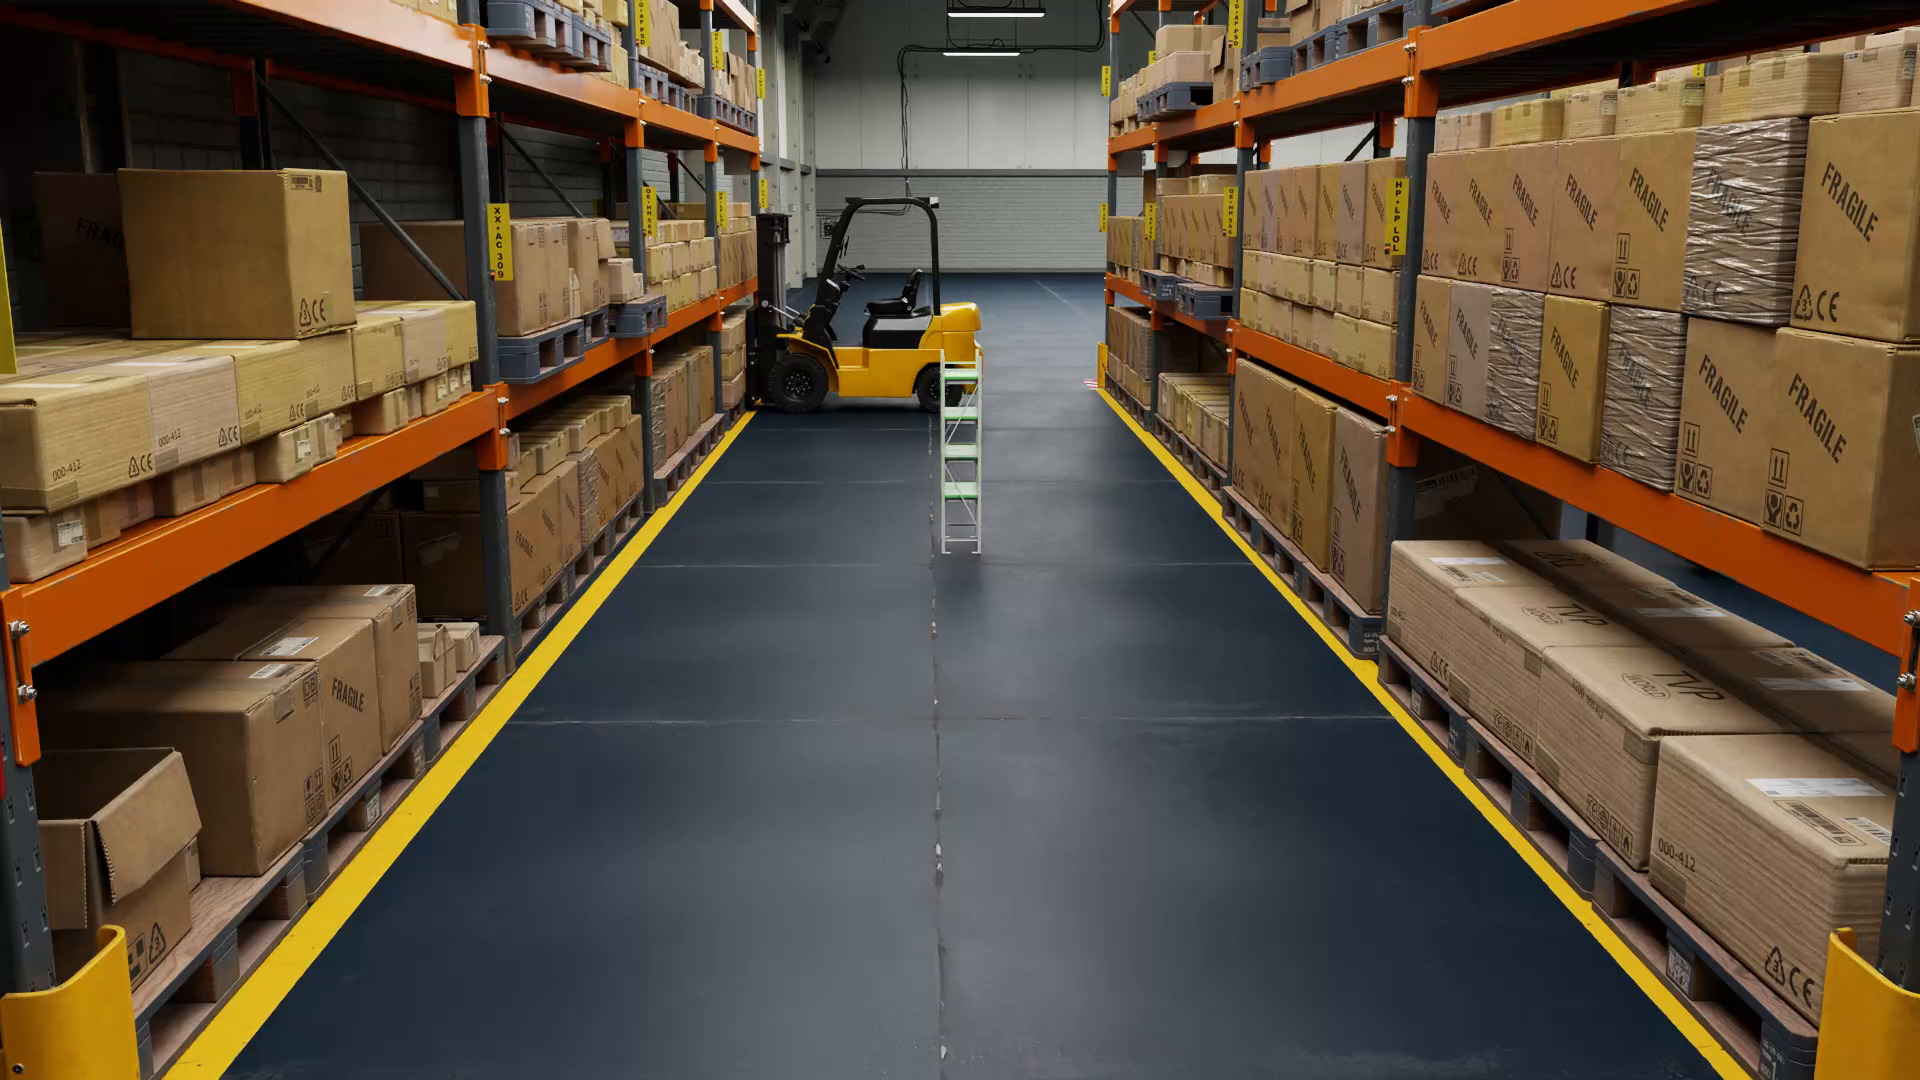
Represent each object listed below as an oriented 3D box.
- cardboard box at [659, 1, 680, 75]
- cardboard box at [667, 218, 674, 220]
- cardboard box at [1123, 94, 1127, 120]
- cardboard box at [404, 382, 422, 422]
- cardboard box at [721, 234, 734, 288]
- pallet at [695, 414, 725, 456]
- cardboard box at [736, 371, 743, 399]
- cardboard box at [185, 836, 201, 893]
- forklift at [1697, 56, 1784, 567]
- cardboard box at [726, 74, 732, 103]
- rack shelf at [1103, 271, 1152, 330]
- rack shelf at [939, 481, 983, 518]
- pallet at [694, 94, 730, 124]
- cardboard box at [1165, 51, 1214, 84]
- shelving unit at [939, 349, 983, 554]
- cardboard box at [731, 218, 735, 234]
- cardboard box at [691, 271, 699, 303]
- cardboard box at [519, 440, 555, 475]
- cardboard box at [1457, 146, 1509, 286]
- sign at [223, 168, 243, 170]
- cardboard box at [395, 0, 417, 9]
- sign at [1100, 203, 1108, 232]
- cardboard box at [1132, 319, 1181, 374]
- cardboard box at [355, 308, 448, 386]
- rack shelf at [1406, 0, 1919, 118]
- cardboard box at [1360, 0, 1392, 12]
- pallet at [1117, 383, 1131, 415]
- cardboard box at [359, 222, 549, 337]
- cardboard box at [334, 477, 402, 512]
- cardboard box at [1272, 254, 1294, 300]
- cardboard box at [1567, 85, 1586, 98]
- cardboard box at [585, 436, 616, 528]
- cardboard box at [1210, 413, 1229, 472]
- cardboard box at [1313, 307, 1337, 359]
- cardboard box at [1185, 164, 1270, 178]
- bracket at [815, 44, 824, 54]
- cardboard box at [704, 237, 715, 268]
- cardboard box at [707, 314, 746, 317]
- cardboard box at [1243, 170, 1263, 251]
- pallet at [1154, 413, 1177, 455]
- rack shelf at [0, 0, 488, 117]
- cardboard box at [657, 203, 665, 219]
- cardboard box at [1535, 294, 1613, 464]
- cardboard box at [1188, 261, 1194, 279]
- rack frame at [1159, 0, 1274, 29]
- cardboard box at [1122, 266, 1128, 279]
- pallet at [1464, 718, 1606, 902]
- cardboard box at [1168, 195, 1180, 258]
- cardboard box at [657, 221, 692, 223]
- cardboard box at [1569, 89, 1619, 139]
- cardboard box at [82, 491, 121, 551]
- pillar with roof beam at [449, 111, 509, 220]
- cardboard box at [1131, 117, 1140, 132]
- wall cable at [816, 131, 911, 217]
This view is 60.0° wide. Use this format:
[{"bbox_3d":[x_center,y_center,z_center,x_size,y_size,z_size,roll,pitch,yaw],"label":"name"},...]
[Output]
[{"bbox_3d":[-2.401,-3.770,12.496,0.500,0.500,0.500,0,11,0],"label":"cardboard box"},{"bbox_3d":[-2.948,-3.078,16.302,0.380,0.149,0.250,0,11,1],"label":"cardboard box"},{"bbox_3d":[1.969,-4.499,17.277,0.500,0.250,0.500,0,11,1],"label":"cardboard box"},{"bbox_3d":[-2.232,-0.513,6.176,0.380,0.149,0.250,0,11,0],"label":"cardboard box"},{"bbox_3d":[-2.467,-2.686,16.004,0.500,0.500,0.500,0,11,0],"label":"cardboard box"},{"bbox_3d":[-2.637,-0.932,14.620,1.003,0.211,1.213,0,11,-1],"label":"pallet"},{"bbox_3d":[-2.396,-1.501,16.273,0.500,0.250,0.500,0,11,-2],"label":"cardboard box"},{"bbox_3d":[-2.331,0.926,4.566,0.380,0.149,0.250,-1,11,-3],"label":"cardboard box"},{"bbox_3d":[5.237,-1.459,10.380,1.130,2.935,3.031,4,12,20],"label":"forklift"},{"bbox_3d":[-2.418,-4.400,16.187,0.396,0.266,0.258,-1,11,-2],"label":"cardboard box"},{"bbox_3d":[2.230,-2.511,17.199,1.077,0.370,4.000,0,11,-1],"label":"rack shelf"},{"bbox_3d":[0.003,-0.257,10.338,0.258,0.148,0.480,0,11,-1],"label":"rack shelf"},{"bbox_3d":[-2.735,-4.040,15.609,1.003,0.211,1.213,0,11,-1],"label":"pallet"},{"bbox_3d":[1.926,-3.749,13.272,0.500,0.250,0.500,0,11,-2],"label":"cardboard box"},{"bbox_3d":[0.003,-0.555,10.278,0.258,1.200,0.503,0,11,-1],"label":"shelving unit"},{"bbox_3d":[-2.410,-3.080,16.315,0.380,0.149,0.250,0,11,-2],"label":"cardboard box"},{"bbox_3d":[-2.424,-2.073,13.610,0.500,0.250,0.500,0,11,-1],"label":"cardboard box"},{"bbox_3d":[-2.354,-0.435,8.759,0.380,0.149,0.250,0,11,-1],"label":"cardboard box"},{"bbox_3d":[2.208,-1.218,6.253,0.500,0.500,0.500,0,11,-2],"label":"cardboard box"},{"bbox_3d":[-3.081,-1.419,7.095,0.100,0.325,0.005,0,11,-1],"label":"sign"},{"bbox_3d":[-2.224,-2.029,6.102,0.380,0.149,0.250,0,11,1],"label":"cardboard box"},{"bbox_3d":[1.646,-3.683,18.990,0.100,0.325,0.005,0,11,-1],"label":"sign"},{"bbox_3d":[1.978,-1.909,16.397,0.500,0.500,0.500,0,11,0],"label":"cardboard box"},{"bbox_3d":[-2.246,-0.727,6.226,0.500,0.250,0.500,0,11,-1],"label":"cardboard box"},{"bbox_3d":[2.478,-1.595,5.143,1.077,0.370,4.000,0,11,-1],"label":"rack shelf"},{"bbox_3d":[2.208,-2.682,7.857,0.500,0.311,0.500,0,11,-1],"label":"cardboard box"},{"bbox_3d":[2.194,-1.475,17.301,1.003,0.211,1.213,0,11,-1],"label":"pallet"},{"bbox_3d":[-2.312,-1.206,7.652,0.700,0.500,0.500,0,11,0],"label":"cardboard box"},{"bbox_3d":[-2.822,-0.225,7.722,0.380,0.149,0.250,-1,11,-3],"label":"cardboard box"},{"bbox_3d":[2.125,-1.538,9.717,0.500,0.250,0.500,0,11,-1],"label":"cardboard box"},{"bbox_3d":[6.901,-4.900,17.946,0.500,0.250,0.500,0,11,-2],"label":"cardboard box"},{"bbox_3d":[-2.372,-0.343,9.938,0.500,0.500,0.500,0,11,1],"label":"cardboard box"},{"bbox_3d":[2.352,-0.701,12.022,0.950,0.372,0.625,-1,12,-5],"label":"cardboard box"},{"bbox_3d":[2.174,-1.092,8.772,0.500,0.250,0.500,-1,11,-3],"label":"cardboard box"},{"bbox_3d":[2.479,-3.239,15.464,0.700,0.500,0.500,0,11,-2],"label":"cardboard box"},{"bbox_3d":[-3.917,-13.684,46.323,0.235,0.232,0.430,0,11,-1],"label":"bracket"},{"bbox_3d":[-2.426,-2.519,14.553,0.500,0.250,0.500,0,11,-2],"label":"cardboard box"},{"bbox_3d":[-2.413,-2.195,17.179,0.500,0.250,0.500,0,11,-2],"label":"cardboard box"},{"bbox_3d":[2.120,-2.110,10.651,0.500,0.500,0.500,-1,11,-3],"label":"cardboard box"},{"bbox_3d":[2.289,-0.944,14.682,1.003,0.211,1.213,0,11,-1],"label":"pallet"},{"bbox_3d":[-2.485,-1.574,5.039,1.077,0.370,4.000,0,11,-1],"label":"rack shelf"},{"bbox_3d":[-2.964,-3.069,15.513,0.380,0.149,0.250,-1,11,-3],"label":"cardboard box"},{"bbox_3d":[2.205,-0.529,5.369,0.500,0.500,0.500,0,11,1],"label":"cardboard box"},{"bbox_3d":[2.001,-2.125,13.065,0.380,0.149,0.250,-1,11,-3],"label":"cardboard box"},{"bbox_3d":[2.271,-5.406,14.571,1.000,3.000,0.127,0,11,-1],"label":"rack frame"},{"bbox_3d":[1.931,-2.864,17.764,0.380,0.149,0.250,0,11,0],"label":"cardboard box"},{"bbox_3d":[2.402,0.886,5.661,1.003,0.211,1.213,0,11,-1],"label":"pallet"},{"bbox_3d":[2.002,-2.574,13.646,0.500,0.500,0.500,0,11,-1],"label":"cardboard box"},{"bbox_3d":[-2.406,-2.540,13.653,0.380,0.149,0.250,-1,11,-3],"label":"cardboard box"},{"bbox_3d":[2.196,-1.366,5.348,0.380,0.149,0.250,0,11,-1],"label":"cardboard box"},{"bbox_3d":[-2.227,-0.053,3.906,0.380,0.149,0.250,0,11,0],"label":"cardboard box"},{"bbox_3d":[0.767,-4.863,11.894,9.100,9.000,0.400,0,11,-1],"label":"pillar with roof beam"},{"bbox_3d":[1.948,-4.231,16.959,0.380,0.149,0.250,-1,11,-3],"label":"cardboard box"},{"bbox_3d":[-3.019,-11.070,50.303,3.097,2.526,0.112,0,11,-1],"label":"wall cable"}]
